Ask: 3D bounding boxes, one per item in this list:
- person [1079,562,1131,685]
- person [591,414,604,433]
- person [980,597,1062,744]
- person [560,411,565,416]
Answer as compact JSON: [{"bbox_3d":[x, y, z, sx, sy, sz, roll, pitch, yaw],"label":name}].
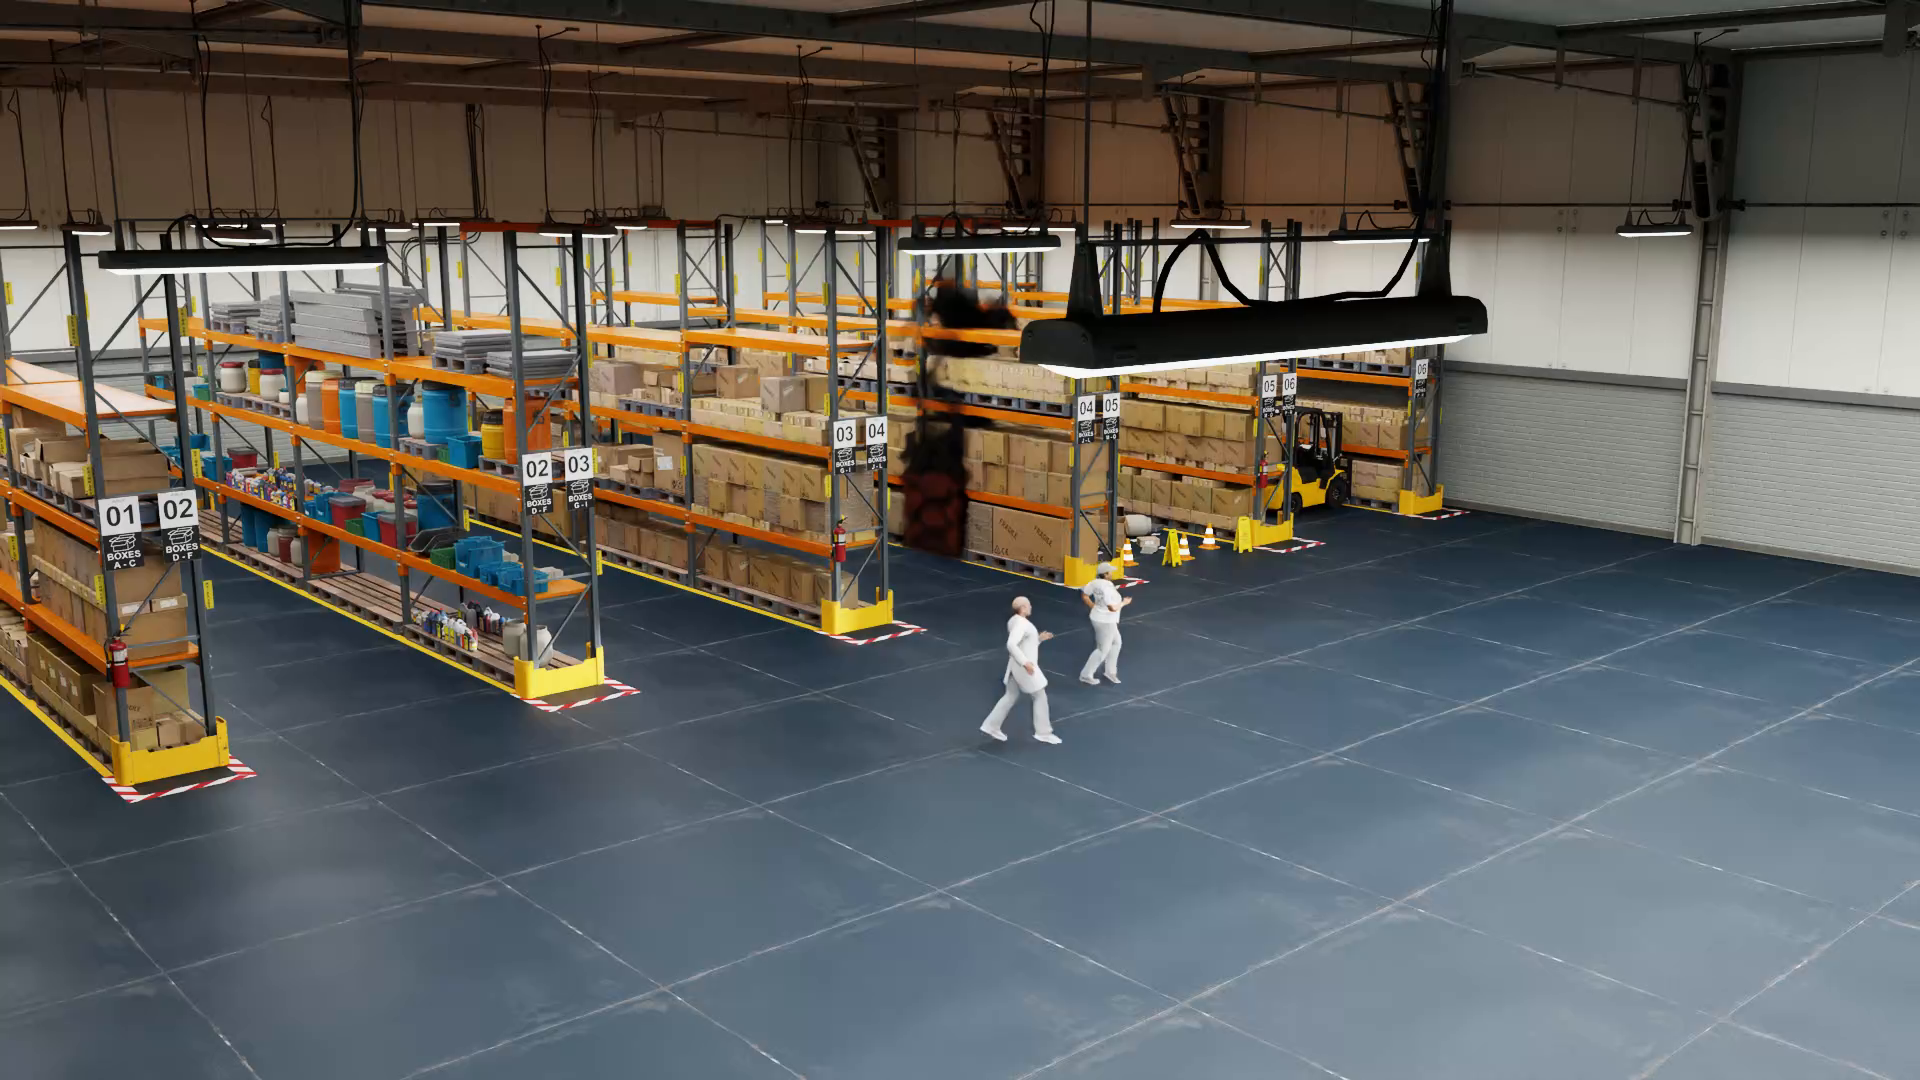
[{"bbox_3d":[1.915,1.138,22.059,0.708,1.723,0.585,-2,12,-11],"label":"person"},{"bbox_3d":[-8.996,-2.693,41.177,0.581,1.657,0.576,-2,12,-9],"label":"person"},{"bbox_3d":[0.728,1.549,19.601,0.989,1.809,0.687,-4,12,-19],"label":"person"},{"bbox_3d":[-9.163,-2.128,38.377,0.603,1.705,0.716,-4,12,-21],"label":"person"}]
